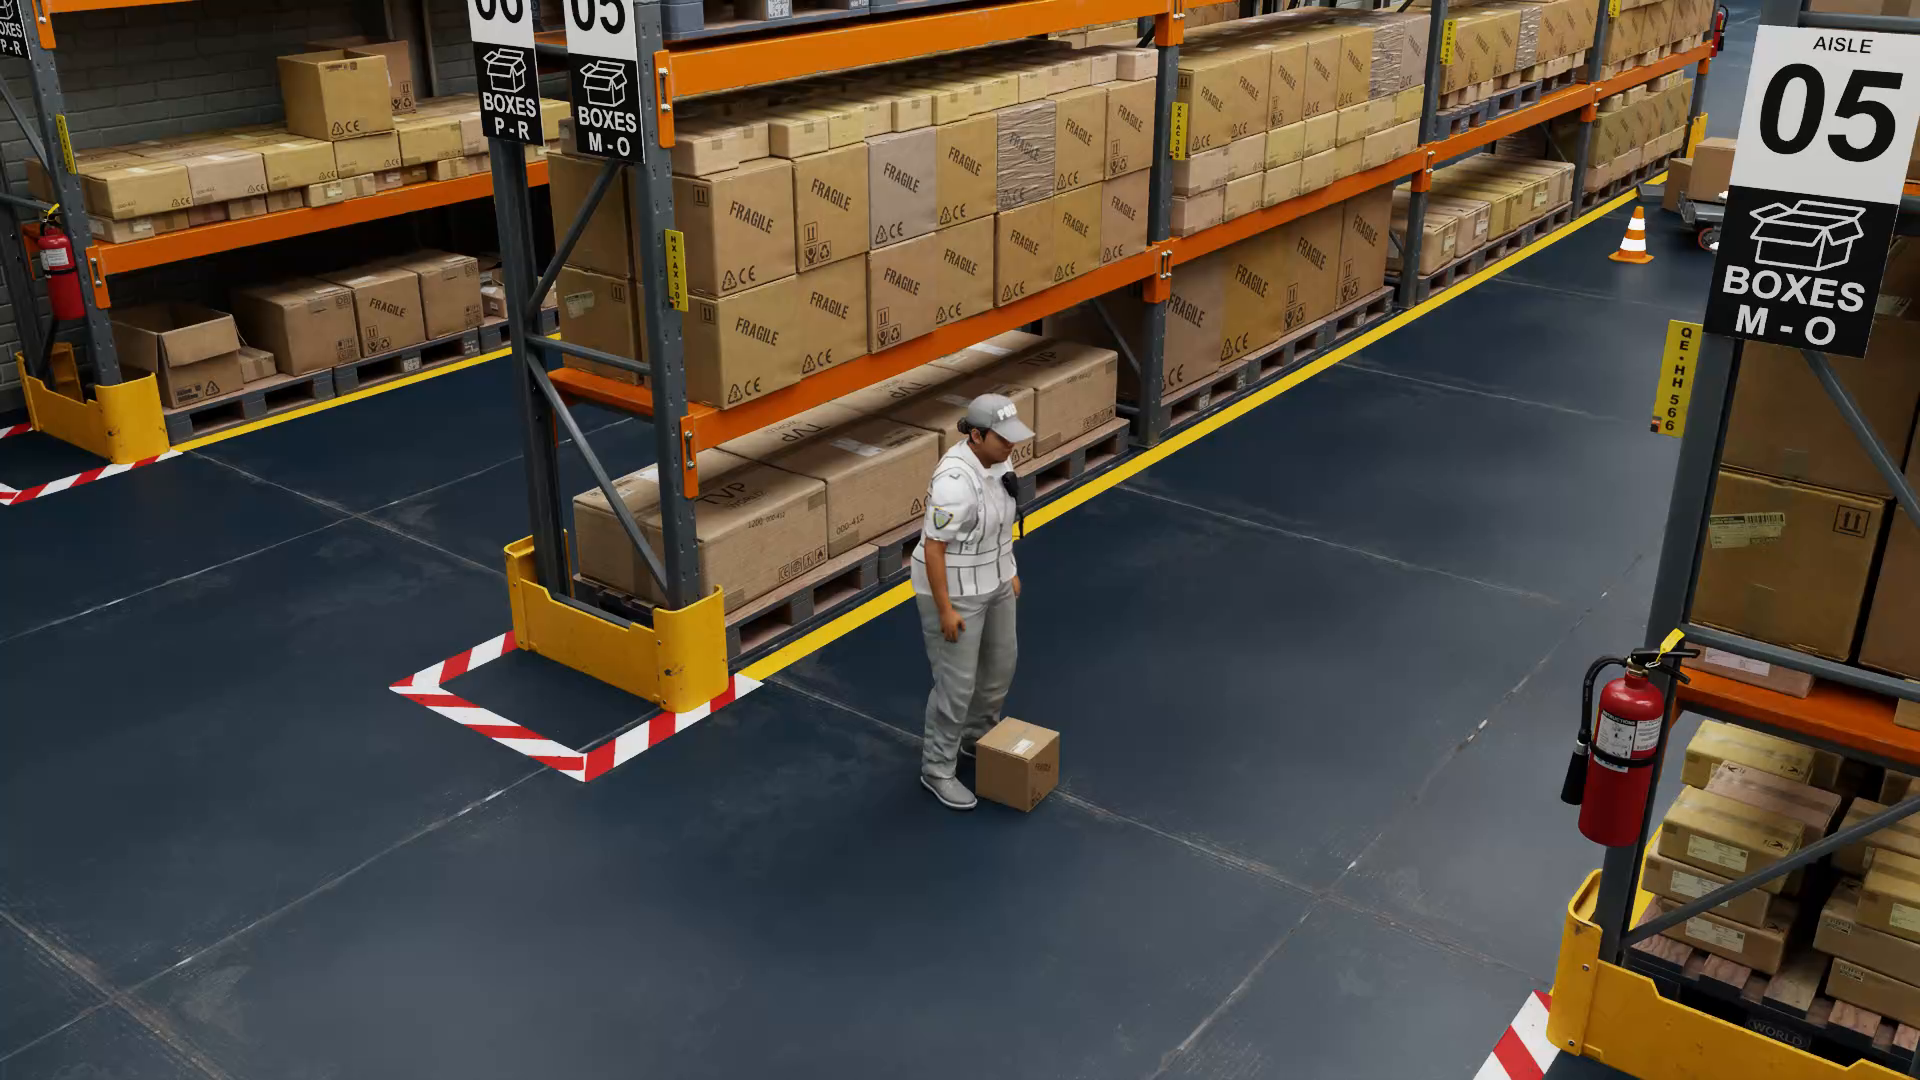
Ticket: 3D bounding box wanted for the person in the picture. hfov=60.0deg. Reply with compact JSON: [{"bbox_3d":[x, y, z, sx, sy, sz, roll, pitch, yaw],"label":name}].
[{"bbox_3d":[0.059,0.212,6.607,0.467,1.667,0.558,16,28,32],"label":"person"}]
